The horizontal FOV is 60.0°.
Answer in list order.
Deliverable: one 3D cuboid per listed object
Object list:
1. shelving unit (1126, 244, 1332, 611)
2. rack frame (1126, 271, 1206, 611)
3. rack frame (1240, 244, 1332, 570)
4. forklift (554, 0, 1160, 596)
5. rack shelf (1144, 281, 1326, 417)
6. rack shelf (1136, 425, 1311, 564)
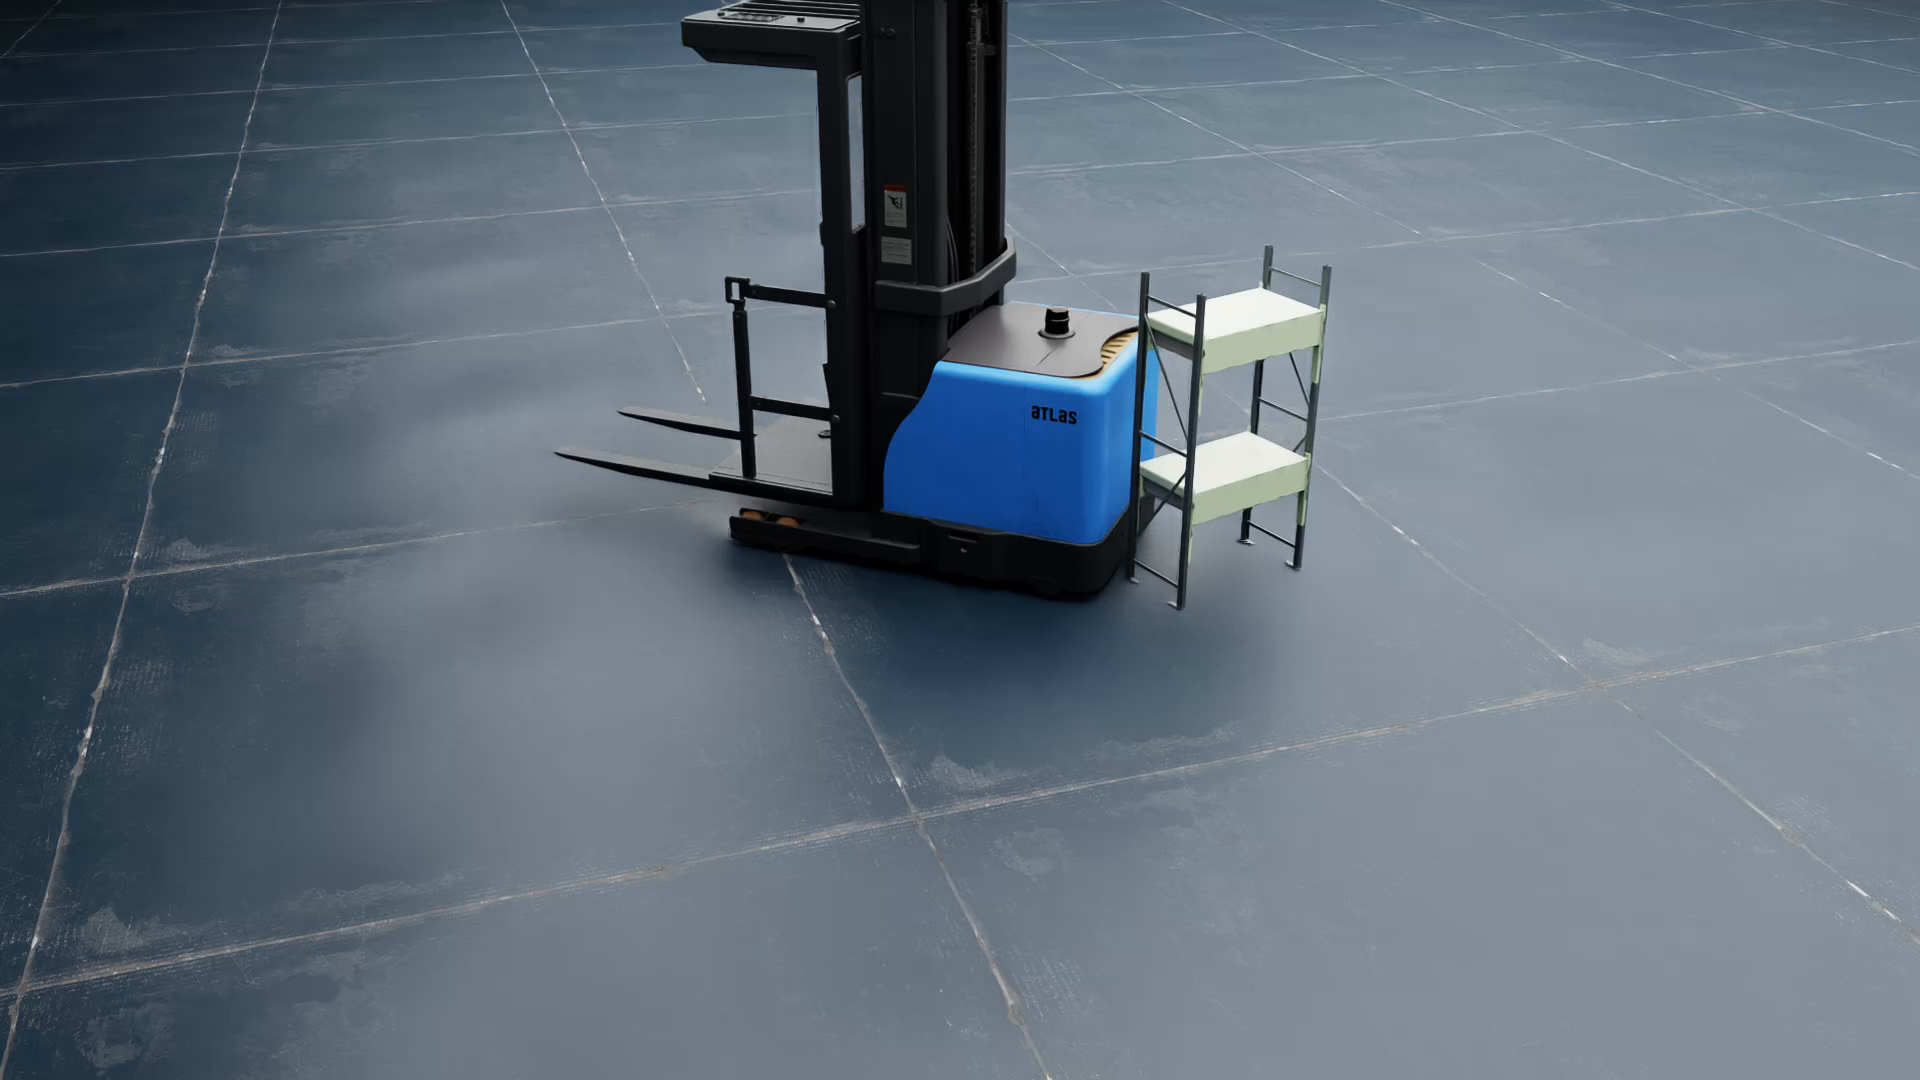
[{"bbox_3d":[1.210,-0.513,7.596,0.755,1.500,0.431,-17,31,-30],"label":"shelving unit"},{"bbox_3d":[0.907,-0.421,7.412,0.023,1.500,0.400,-17,31,-30],"label":"rack frame"},{"bbox_3d":[1.513,-0.604,7.780,0.023,1.500,0.400,-17,31,-30],"label":"rack frame"},{"bbox_3d":[-0.590,-1.460,7.895,3.031,2.935,1.130,10,28,19],"label":"forklift"},{"bbox_3d":[1.210,-0.862,7.423,0.720,0.370,0.431,-17,31,-30],"label":"rack shelf"},{"bbox_3d":[1.210,-0.221,7.741,0.720,0.370,0.431,-17,31,-30],"label":"rack shelf"}]
